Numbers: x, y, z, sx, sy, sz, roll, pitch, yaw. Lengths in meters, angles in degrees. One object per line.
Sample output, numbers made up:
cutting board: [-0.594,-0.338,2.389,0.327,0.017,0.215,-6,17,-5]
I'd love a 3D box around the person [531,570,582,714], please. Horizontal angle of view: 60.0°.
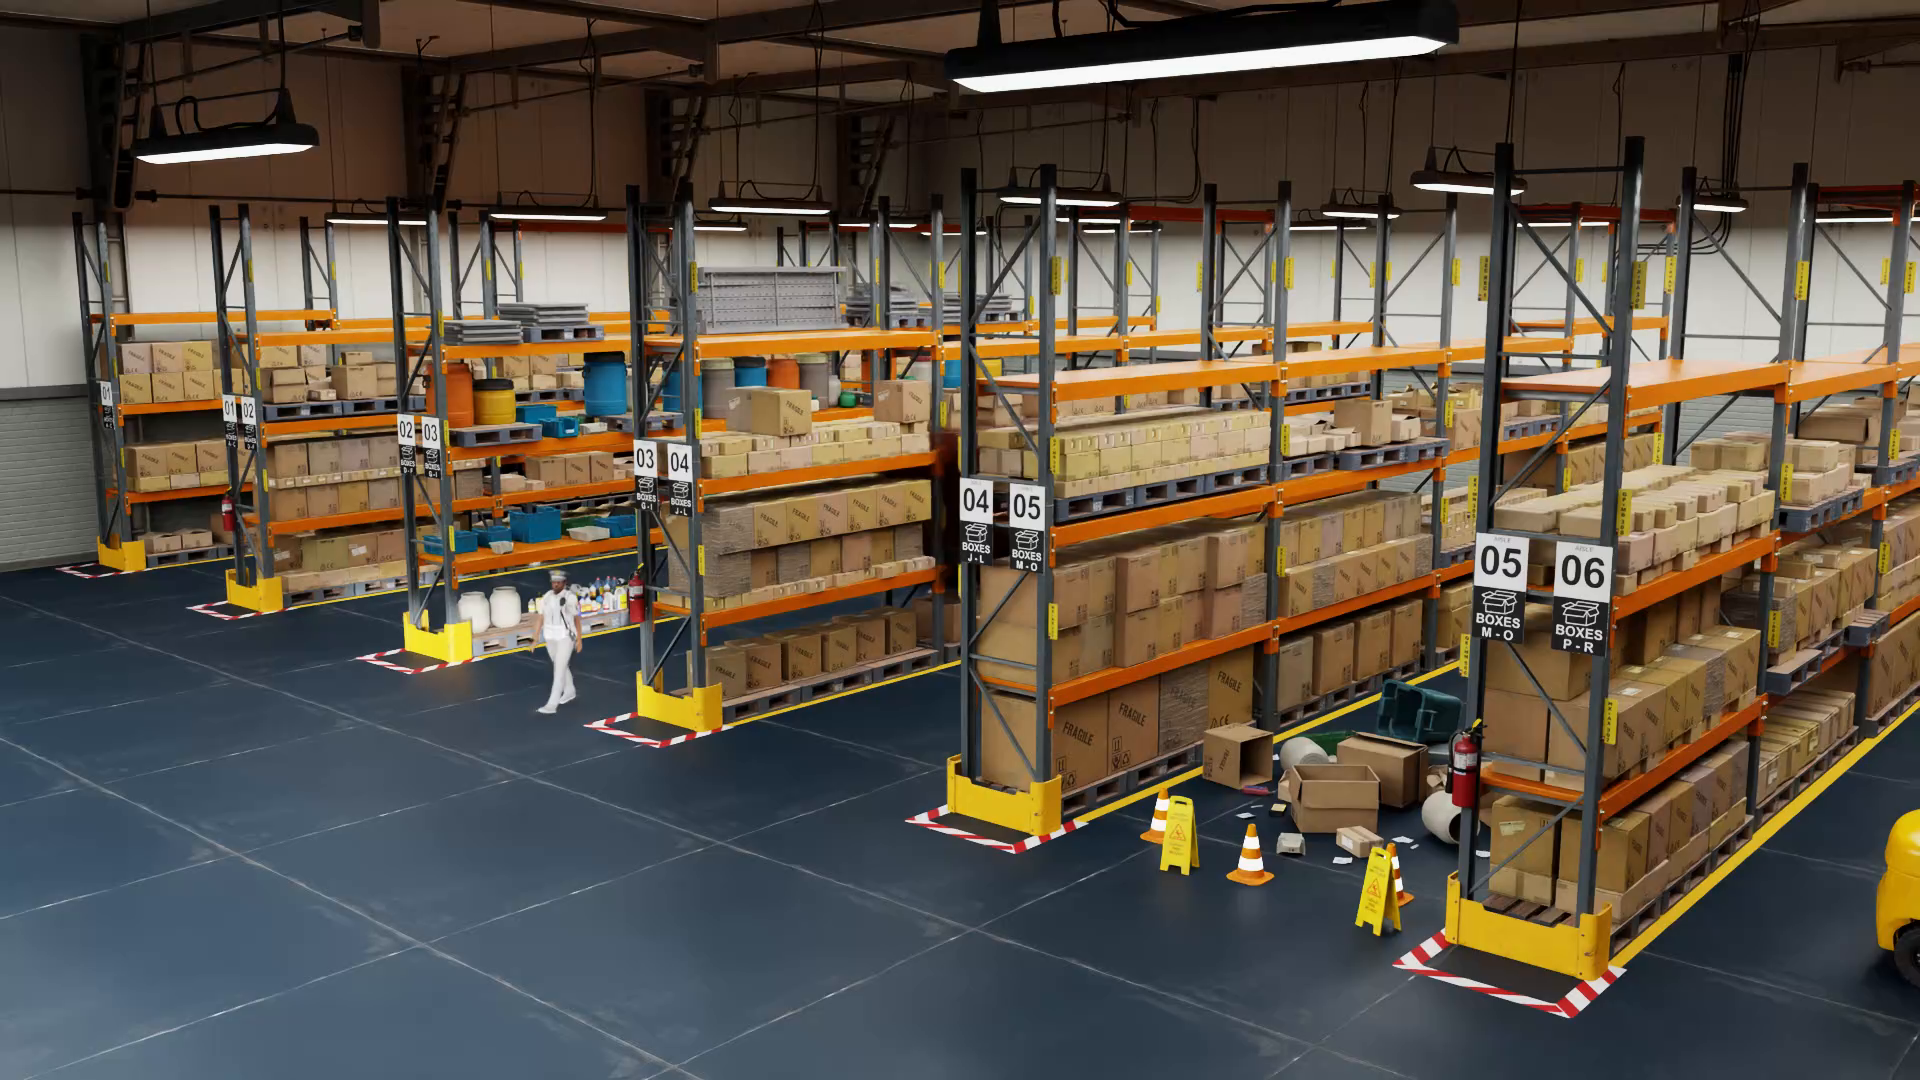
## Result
person: [-4.687,1.155,19.267,0.451,1.653,0.859,4,10,21]

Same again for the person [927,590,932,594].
person: [-0.119,0.008,24.623,0.439,1.548,0.937,8,12,39]
